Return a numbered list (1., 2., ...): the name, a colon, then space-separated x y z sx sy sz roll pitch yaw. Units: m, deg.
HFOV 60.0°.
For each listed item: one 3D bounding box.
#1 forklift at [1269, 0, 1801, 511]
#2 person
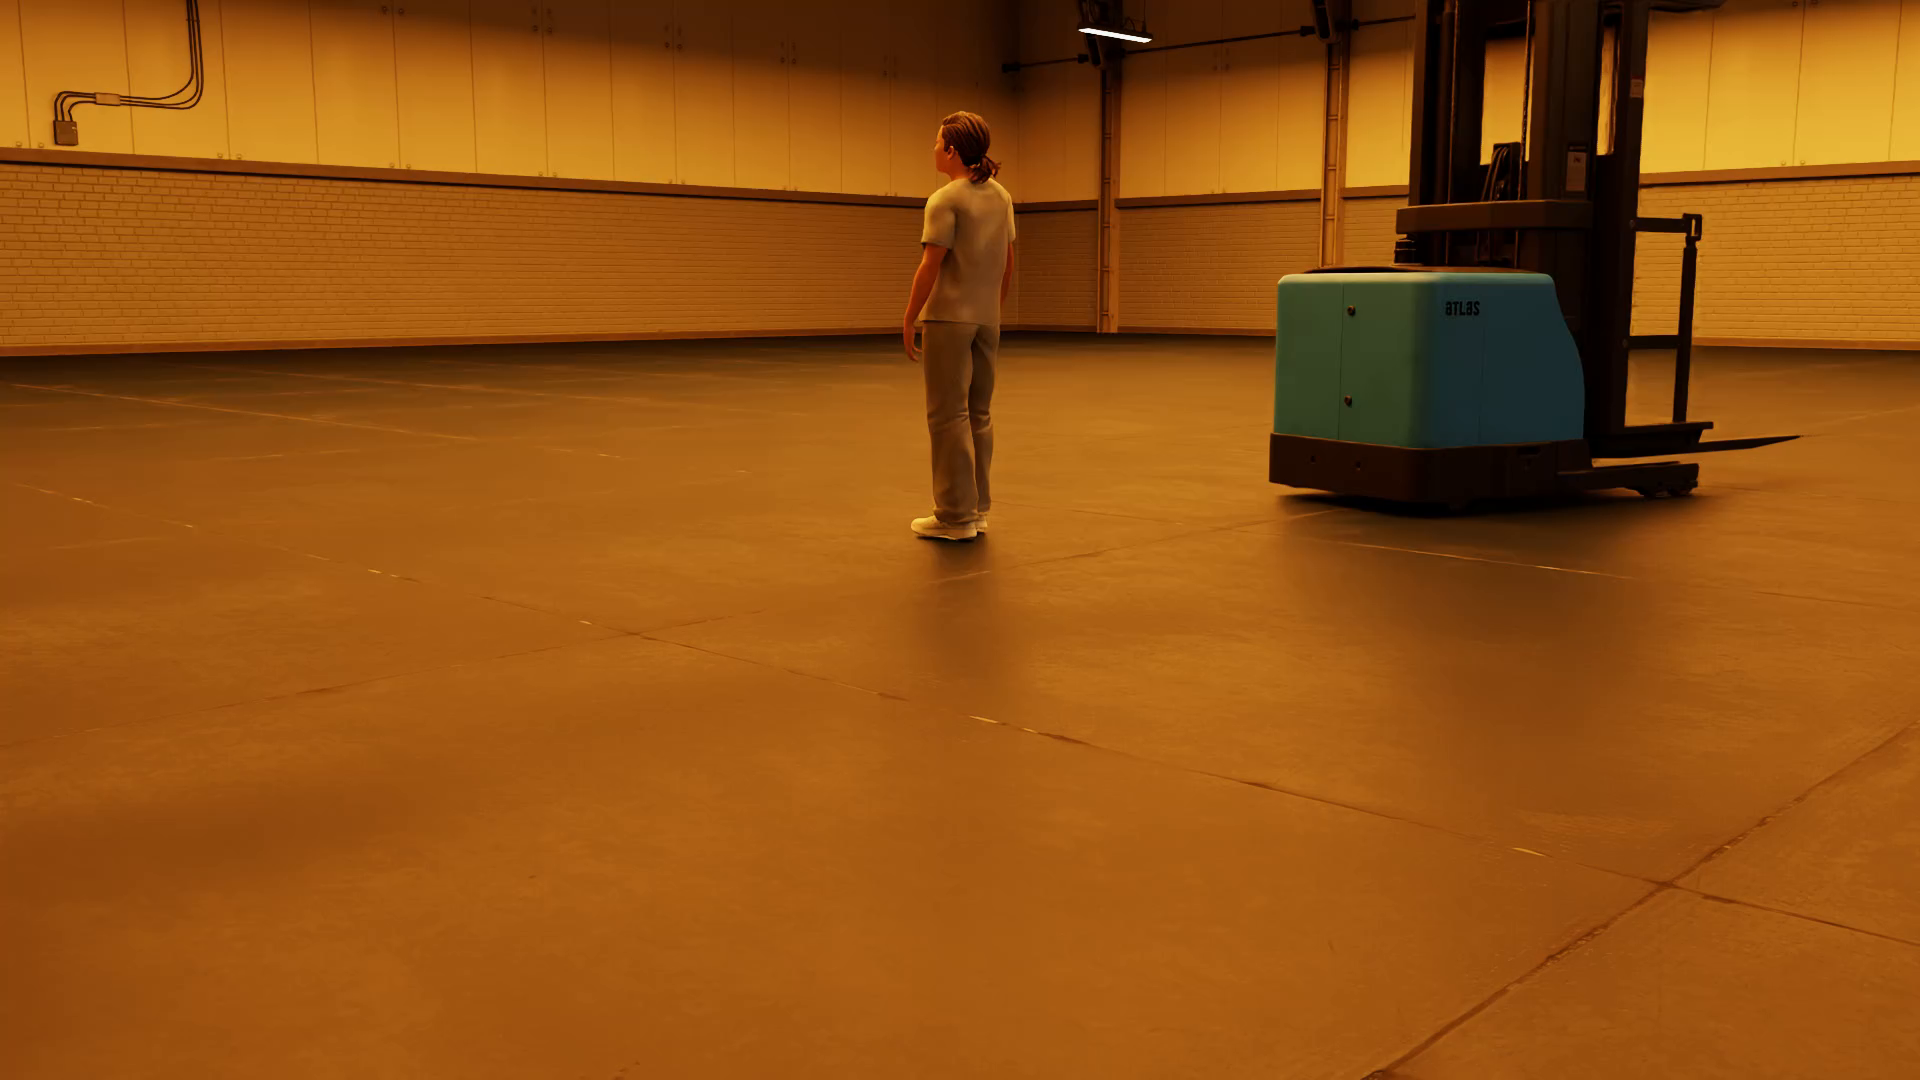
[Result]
1. forklift: 3.040 -1.714 8.259 3.031 2.935 1.130 -5 10 -30
2. person: -0.043 -0.845 6.652 0.549 1.675 0.549 8 12 43
